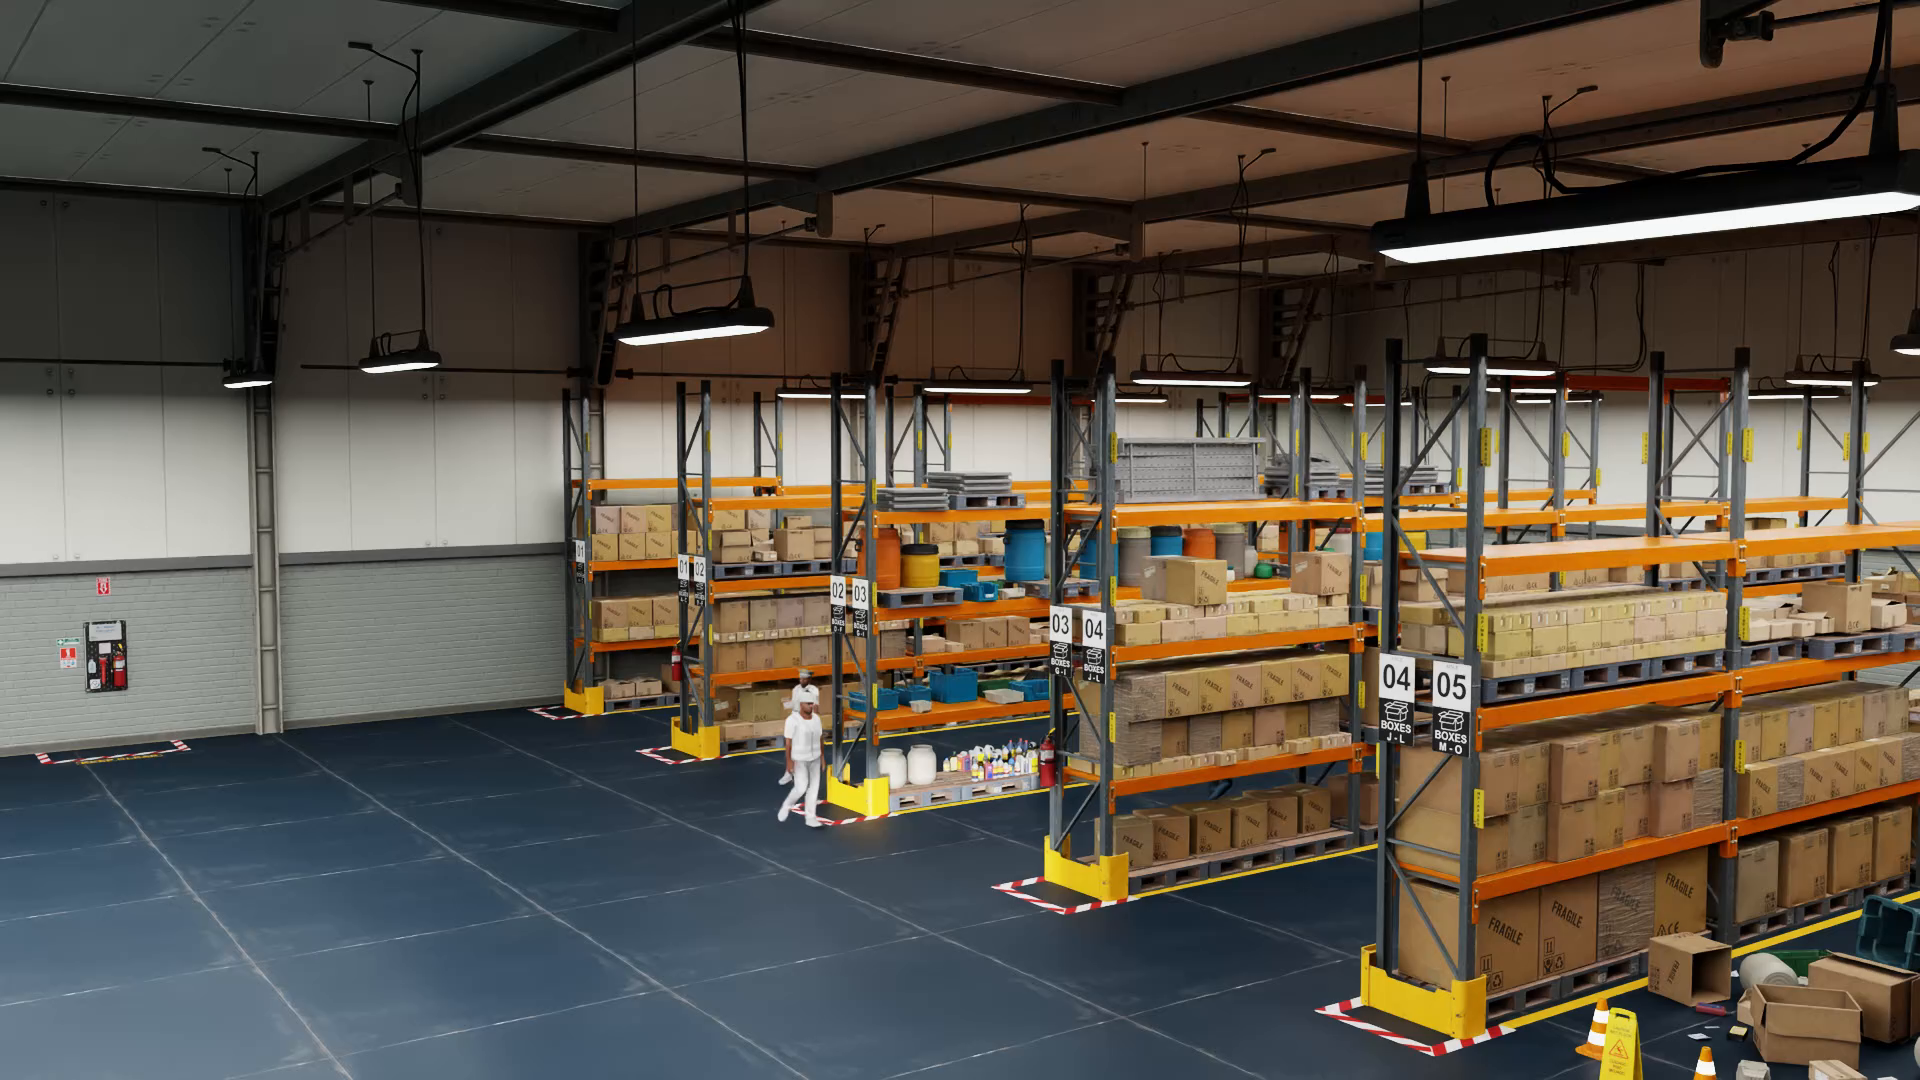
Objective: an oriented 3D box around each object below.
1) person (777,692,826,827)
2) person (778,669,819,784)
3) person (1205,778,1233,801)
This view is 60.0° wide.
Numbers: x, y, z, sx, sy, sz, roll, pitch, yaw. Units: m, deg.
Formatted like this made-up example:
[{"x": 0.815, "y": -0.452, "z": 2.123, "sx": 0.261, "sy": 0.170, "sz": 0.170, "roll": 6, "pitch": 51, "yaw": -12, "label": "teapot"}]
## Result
[{"x": -2.053, "y": 2.869, "z": 21.843, "sx": 0.588, "sy": 1.758, "sz": 0.607, "roll": -3, "pitch": 5, "yaw": -42, "label": "person"}, {"x": -2.353, "y": 2.735, "z": 24.645, "sx": 0.515, "sy": 1.663, "sz": 0.778, "roll": 1, "pitch": 4, "yaw": 11, "label": "person"}, {"x": 3.412, "y": 2.959, "z": 22.293, "sx": 0.480, "sy": 1.561, "sz": 0.462, "roll": -3, "pitch": 5, "yaw": -36, "label": "person"}]
